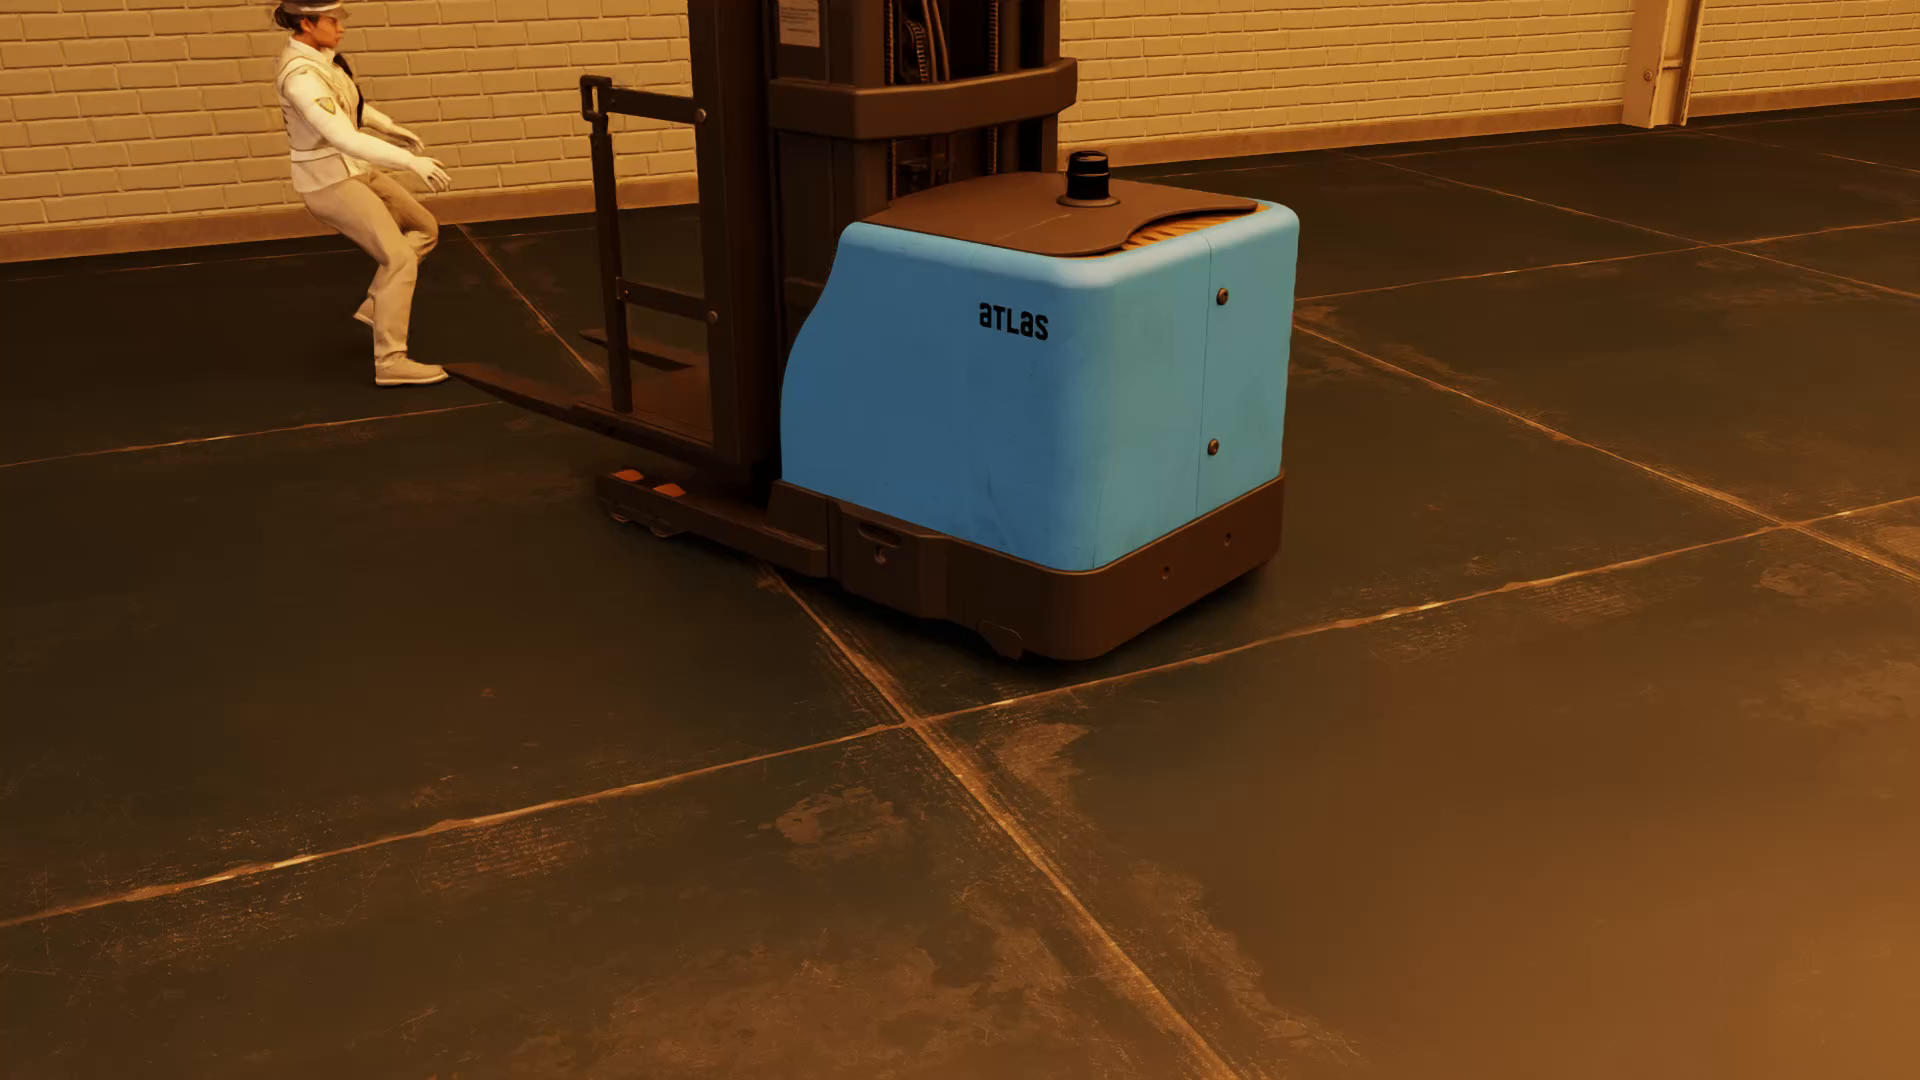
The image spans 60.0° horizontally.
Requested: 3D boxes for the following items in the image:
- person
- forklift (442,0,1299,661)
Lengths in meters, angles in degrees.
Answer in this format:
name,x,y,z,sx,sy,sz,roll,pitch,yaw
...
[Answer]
name,x,y,z,sx,sy,sz,roll,pitch,yaw
person,-2.318,-1.442,6.601,0.638,1.513,0.782,-4,23,-10
forklift,-0.515,-1.496,4.887,3.031,2.935,1.130,18,29,37
